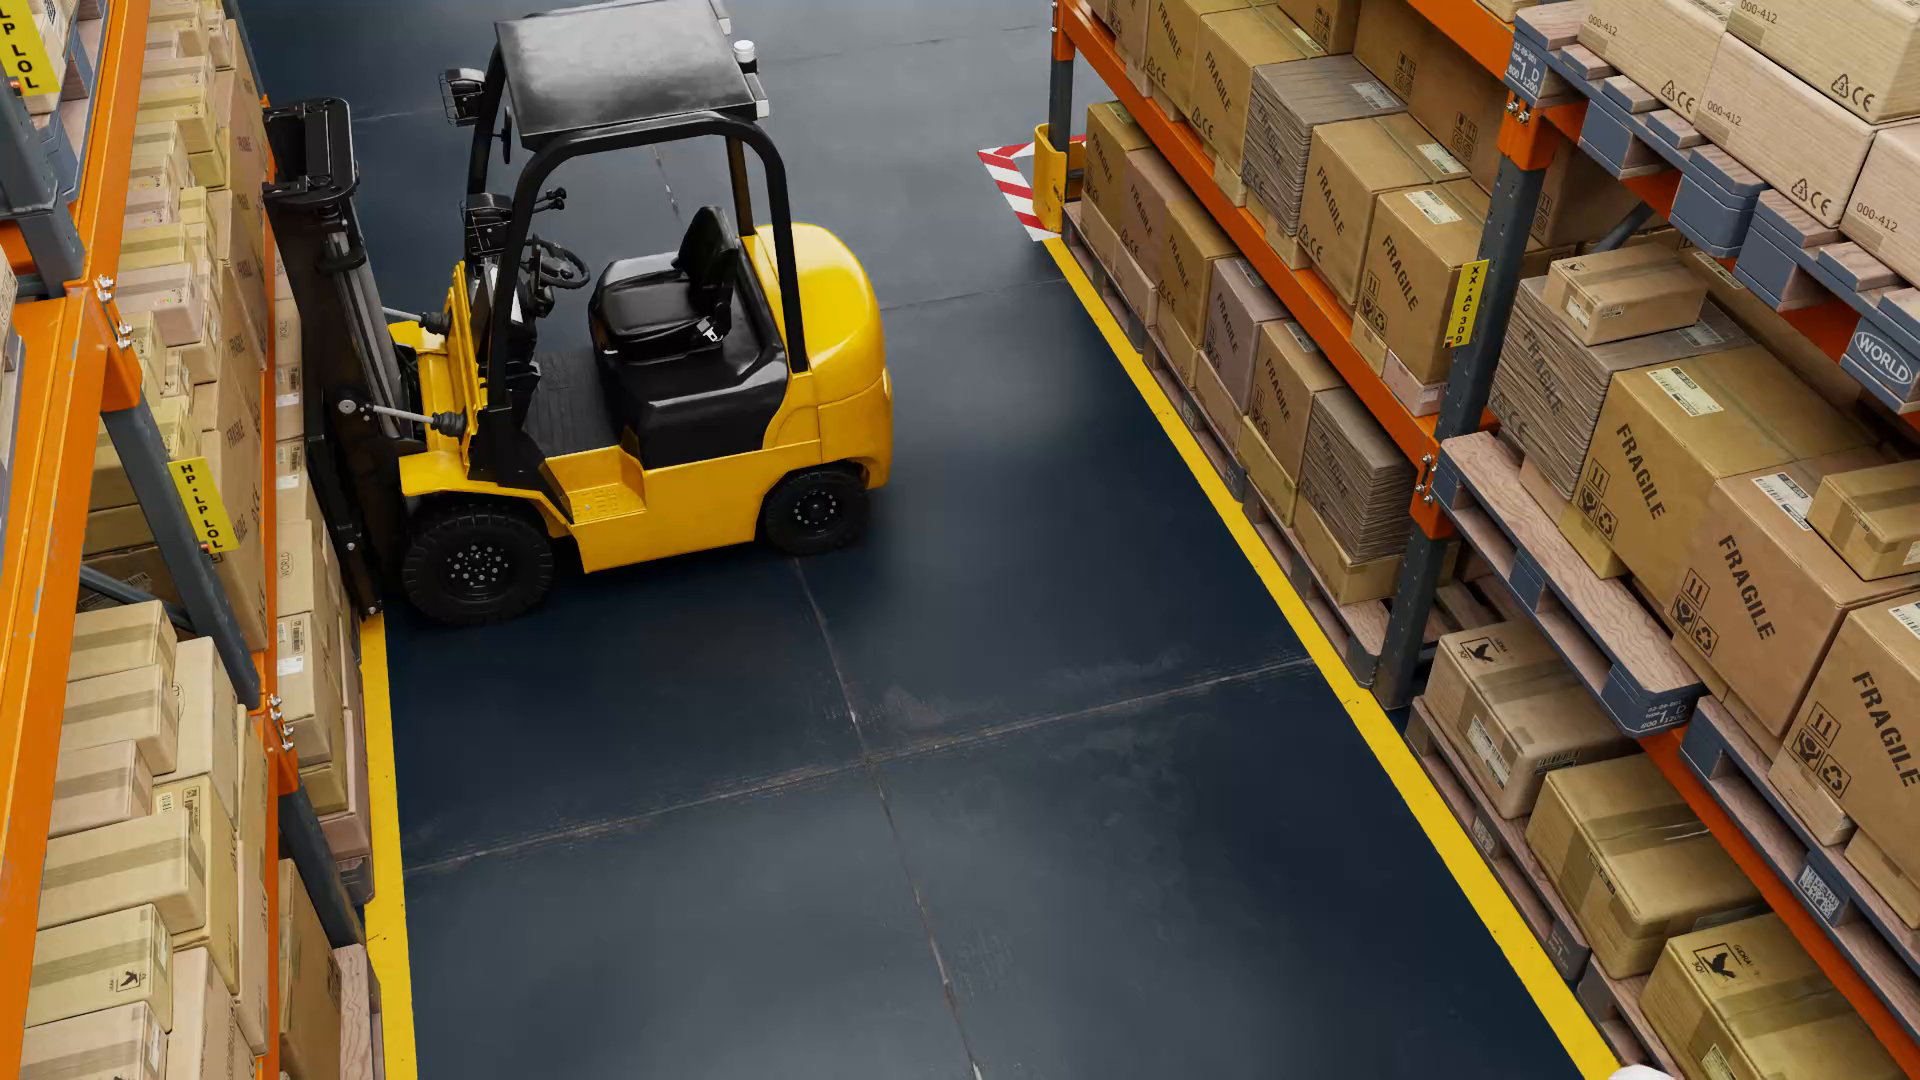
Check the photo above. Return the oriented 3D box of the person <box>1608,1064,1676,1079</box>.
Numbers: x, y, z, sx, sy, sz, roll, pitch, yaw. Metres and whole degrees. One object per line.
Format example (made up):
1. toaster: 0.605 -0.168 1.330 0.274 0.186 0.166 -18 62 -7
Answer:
1. person: 1.451 1.805 4.122 0.540 1.749 0.812 -10 43 -11
